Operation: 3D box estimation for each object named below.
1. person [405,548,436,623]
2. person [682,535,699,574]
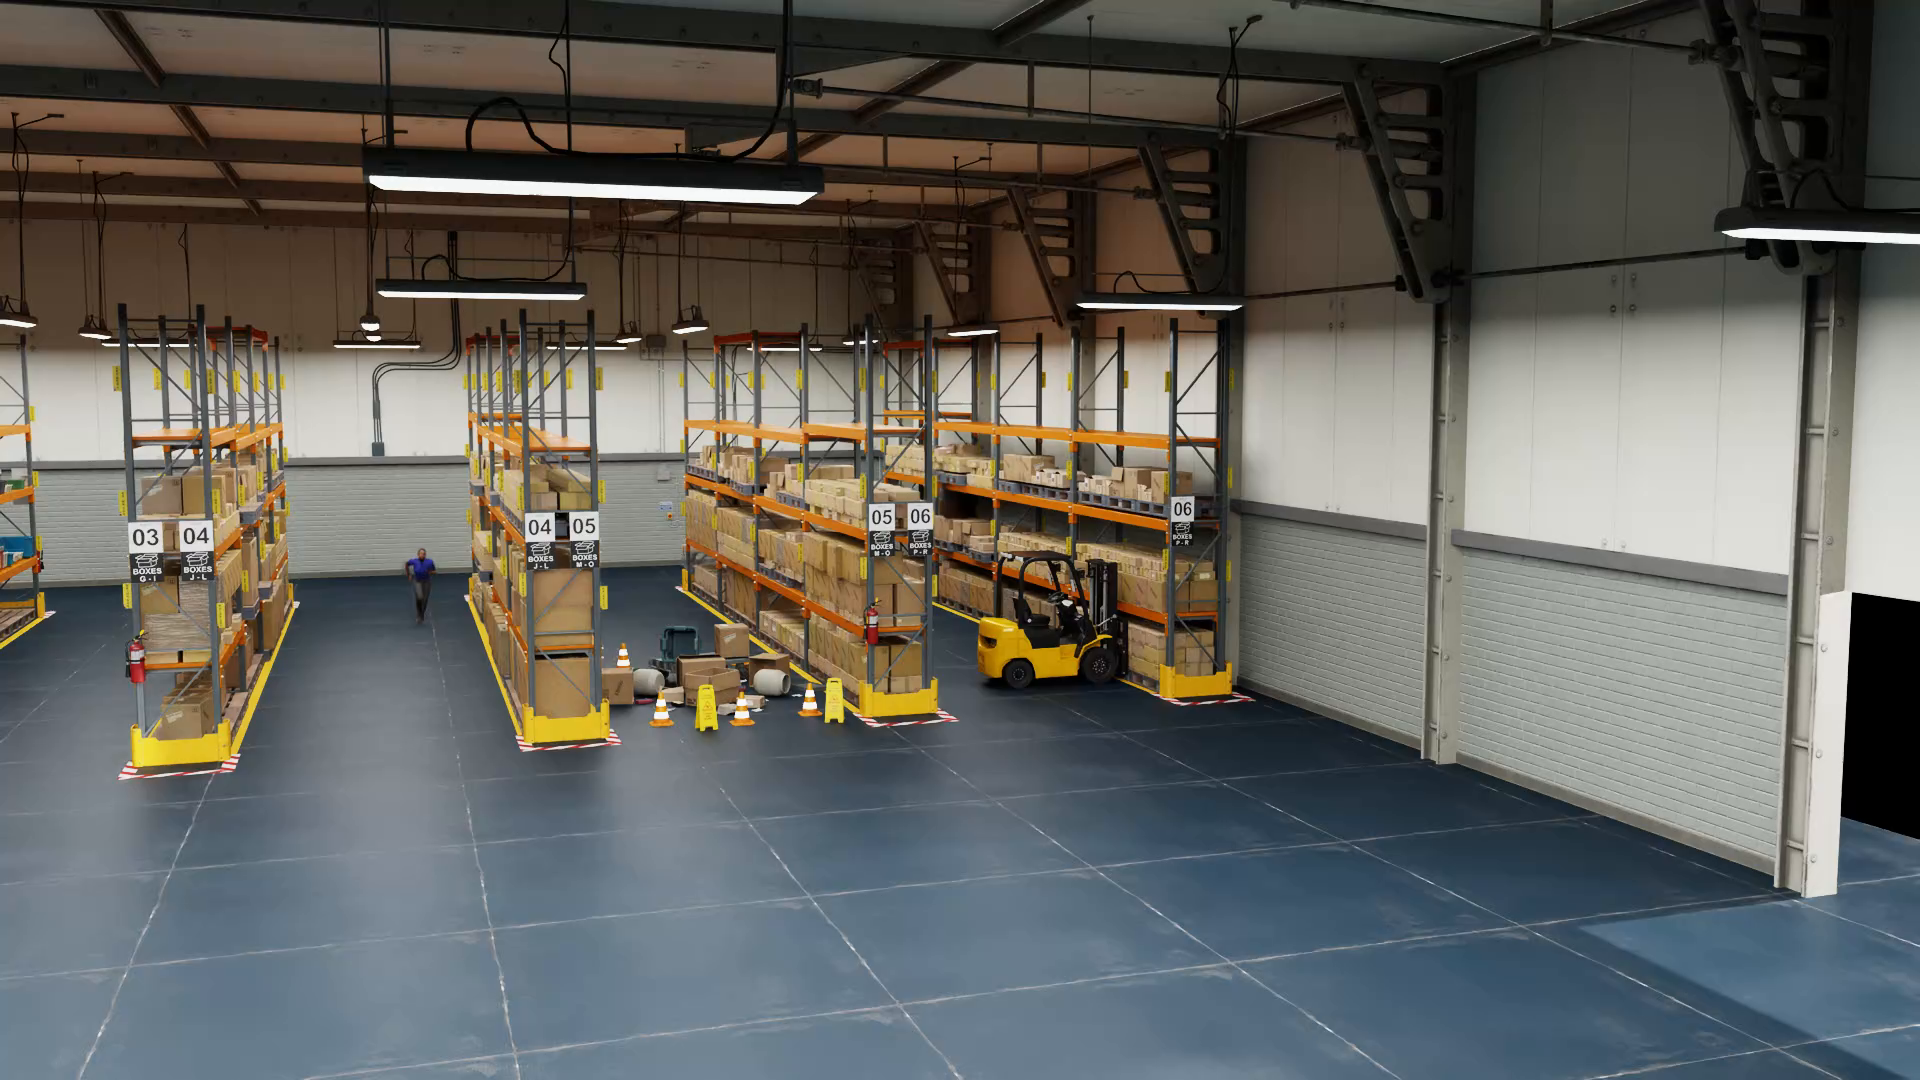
[{"bbox_3d":[-11.120,0.947,34.327,0.564,1.562,0.848,-3,6,-28],"label":"person"},{"bbox_3d":[-6.655,0.245,41.294,0.666,1.712,0.711,1,5,7],"label":"person"}]
